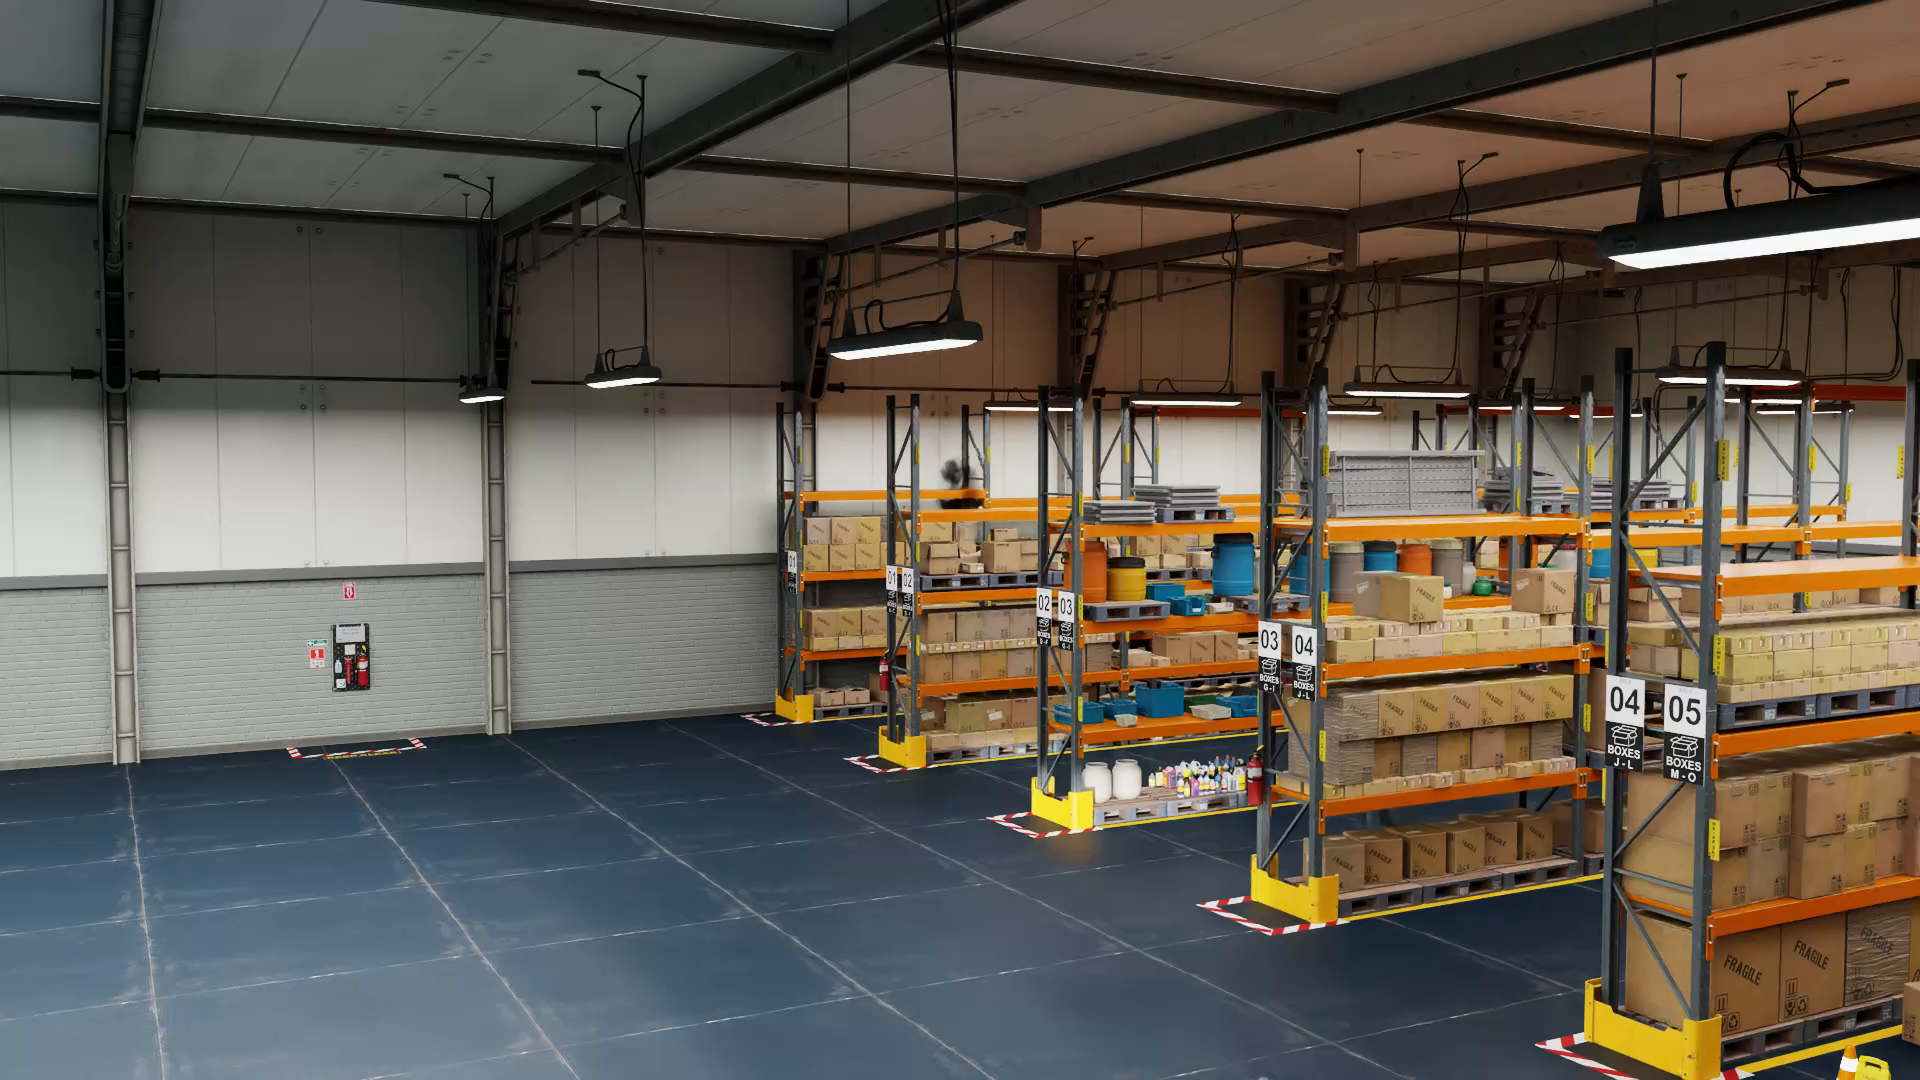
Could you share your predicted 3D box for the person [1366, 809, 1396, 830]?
[{"bbox_3d":[5.336,3.087,21.182,0.789,1.827,0.718,-2,4,-28],"label":"person"}]
